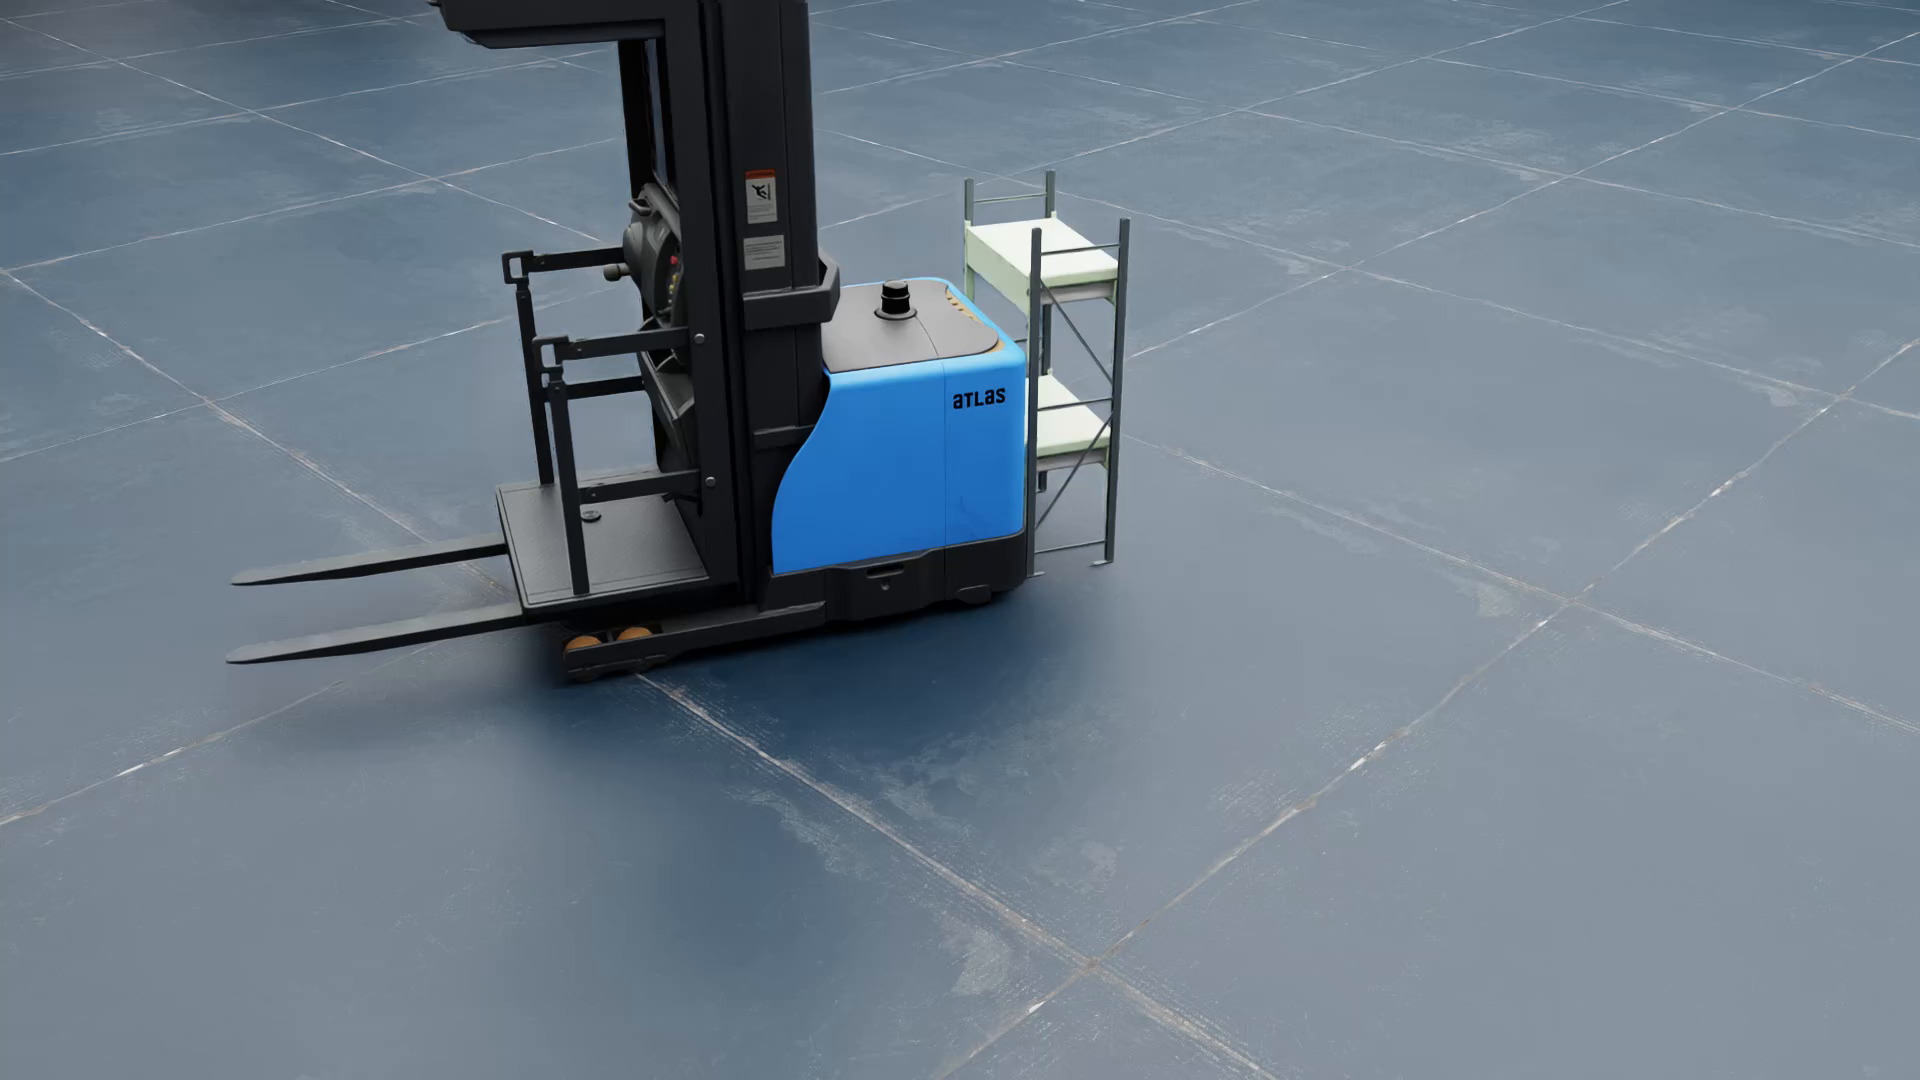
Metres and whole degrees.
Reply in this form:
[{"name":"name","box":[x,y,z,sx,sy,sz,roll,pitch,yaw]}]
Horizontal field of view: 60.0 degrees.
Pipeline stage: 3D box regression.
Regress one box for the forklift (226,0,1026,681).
[{"name":"forklift","box":[-1.306,-1.044,6.087,3.031,2.935,1.130,-9,29,-17]}]

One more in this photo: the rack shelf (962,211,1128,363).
[{"name":"rack shelf","box":[0.335,-1.045,6.788,0.431,0.370,0.720,-10,29,-18]}]

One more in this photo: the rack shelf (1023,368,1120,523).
[{"name":"rack shelf","box":[0.335,-0.411,7.121,0.431,0.370,0.720,-10,29,-18]}]

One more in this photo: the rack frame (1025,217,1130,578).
[{"name":"rack frame","box":[0.461,-0.540,6.665,0.400,1.500,0.023,-10,29,-18]}]

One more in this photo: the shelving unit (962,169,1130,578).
[{"name":"shelving unit","box":[0.335,-0.700,6.970,0.431,1.500,0.755,-10,29,-18]}]

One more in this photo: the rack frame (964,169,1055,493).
[{"name":"rack frame","box":[0.209,-0.860,7.274,0.400,1.500,0.023,-10,29,-18]}]
